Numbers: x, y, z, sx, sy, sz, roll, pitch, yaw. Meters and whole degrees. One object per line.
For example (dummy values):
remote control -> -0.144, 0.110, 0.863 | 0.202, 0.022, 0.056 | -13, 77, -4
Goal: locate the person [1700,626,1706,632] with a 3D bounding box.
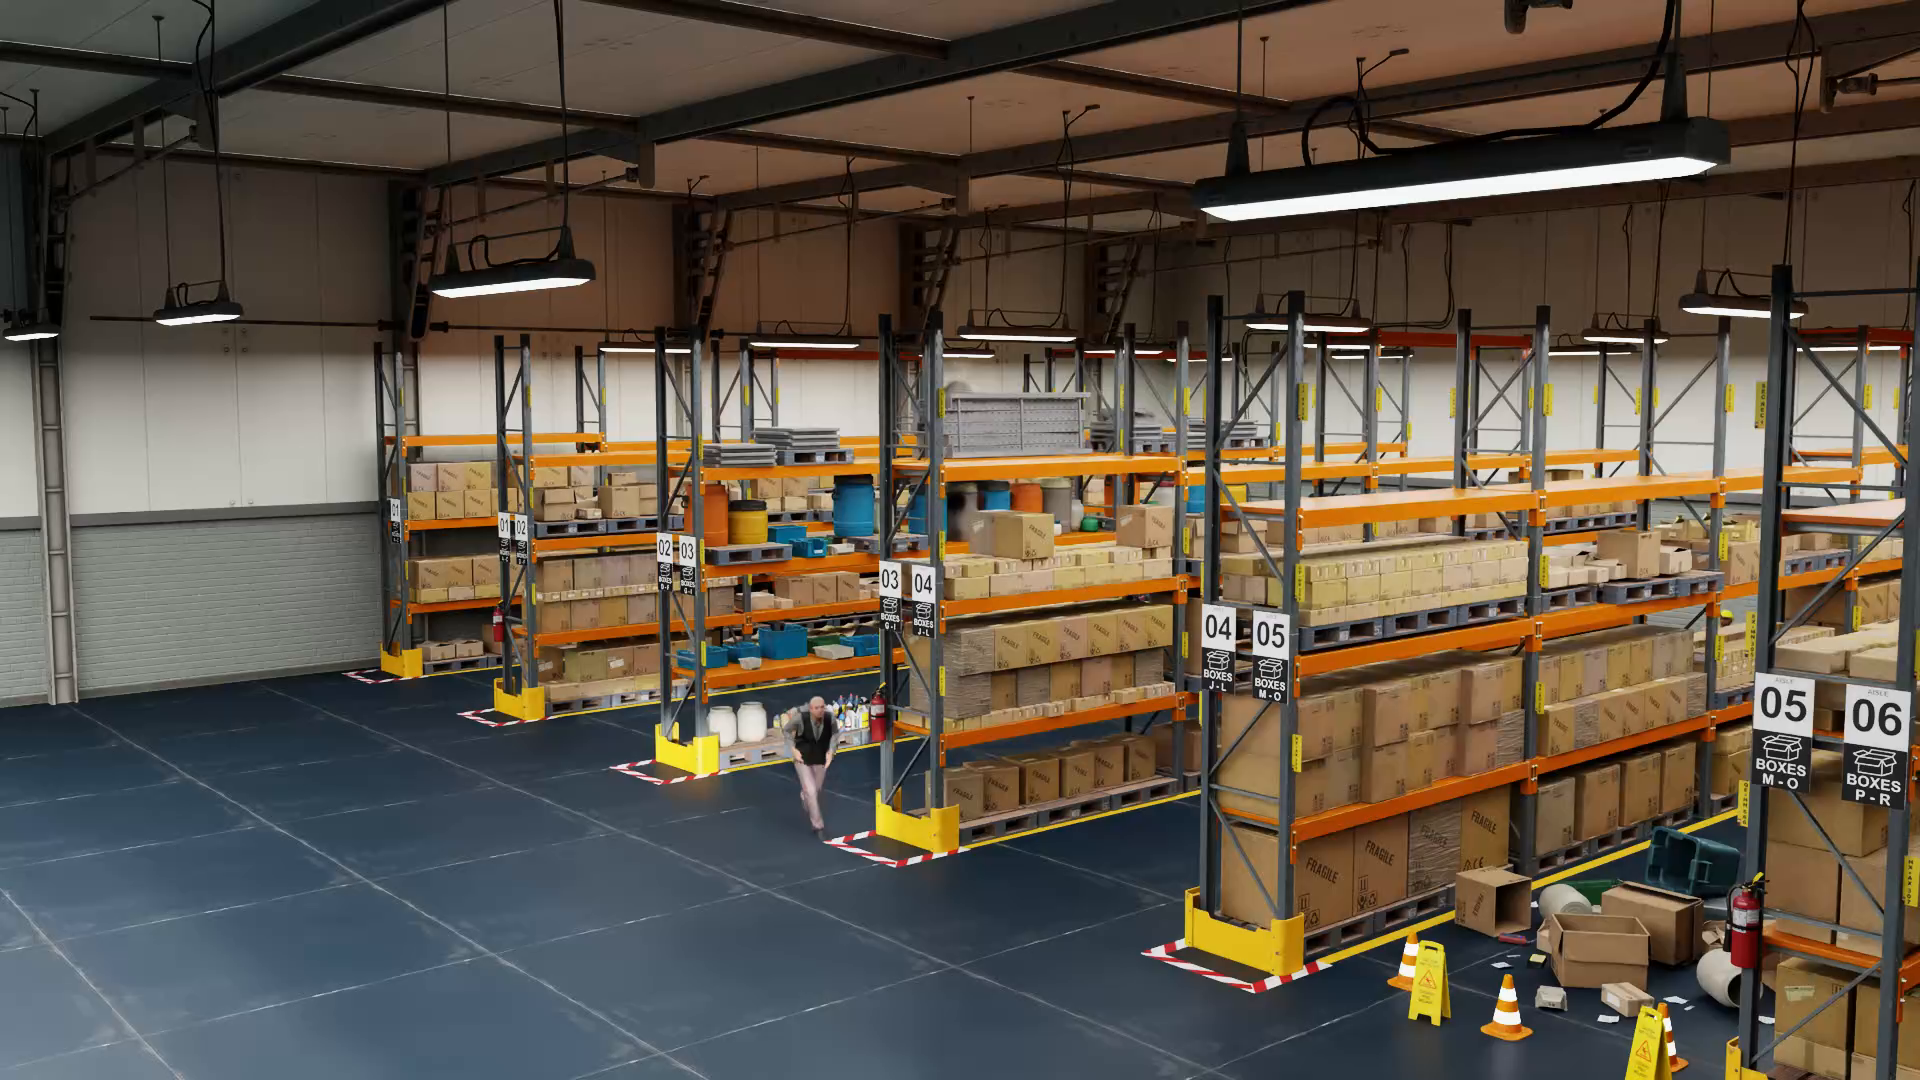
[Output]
person -> 11.159, 2.102, 24.718 | 0.707, 1.686, 0.702 | -4, 7, -40

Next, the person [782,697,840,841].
person -> -1.758, 2.599, 19.408 | 0.677, 1.679, 0.962 | -2, 5, -17

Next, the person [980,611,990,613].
person -> 0.494, 1.350, 30.138 | 0.570, 1.620, 0.532 | 5, 7, 42

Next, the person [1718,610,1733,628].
person -> 11.927, 1.959, 25.908 | 0.709, 1.765, 0.824 | 5, 7, 41
